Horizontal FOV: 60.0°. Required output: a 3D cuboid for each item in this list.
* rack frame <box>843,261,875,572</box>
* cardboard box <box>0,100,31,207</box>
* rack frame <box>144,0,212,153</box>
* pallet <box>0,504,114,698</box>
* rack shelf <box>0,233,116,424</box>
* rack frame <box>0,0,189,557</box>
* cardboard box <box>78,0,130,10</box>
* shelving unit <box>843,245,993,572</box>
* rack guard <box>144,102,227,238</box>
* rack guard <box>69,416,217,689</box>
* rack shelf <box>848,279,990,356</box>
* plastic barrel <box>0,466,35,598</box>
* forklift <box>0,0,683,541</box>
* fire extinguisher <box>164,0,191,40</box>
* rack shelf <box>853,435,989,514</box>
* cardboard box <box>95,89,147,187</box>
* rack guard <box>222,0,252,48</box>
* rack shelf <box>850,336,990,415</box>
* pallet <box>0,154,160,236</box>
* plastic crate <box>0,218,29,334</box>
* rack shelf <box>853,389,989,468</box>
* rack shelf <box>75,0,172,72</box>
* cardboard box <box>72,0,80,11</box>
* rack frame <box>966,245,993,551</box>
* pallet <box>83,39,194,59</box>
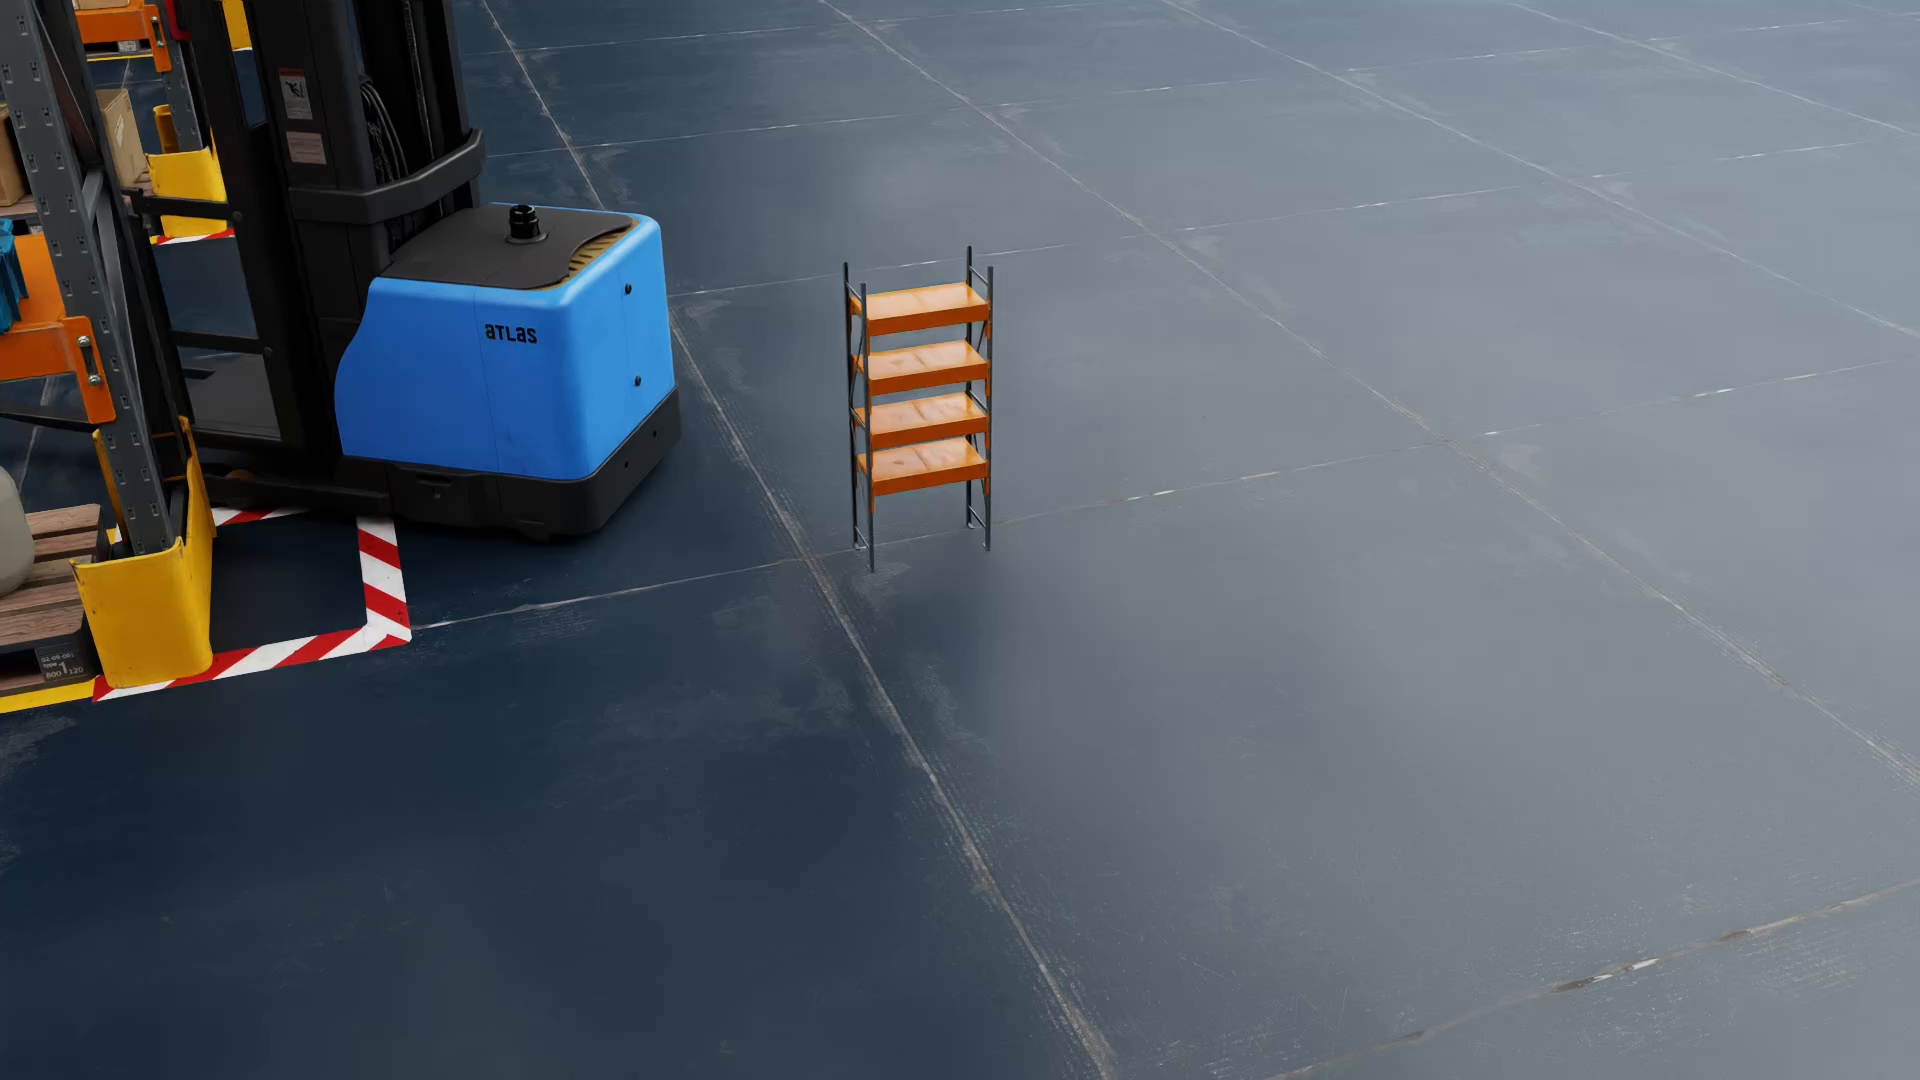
[{"bbox_3d":[-0.384,-0.451,6.329,0.015,1.200,0.240,-10,31,-18],"label":"rack frame"},{"bbox_3d":[-5.841,-2.282,9.826,0.500,0.500,0.500,-3,30,-5],"label":"cardboard box"},{"bbox_3d":[-4.702,-3.405,9.696,0.127,3.000,1.000,-10,31,-18],"label":"rack frame"},{"bbox_3d":[-3.793,0.277,6.050,1.213,0.211,1.003,-10,31,-18],"label":"pallet"},{"bbox_3d":[-4.849,-0.449,5.235,4.000,0.370,1.077,-10,31,-18],"label":"rack shelf"},{"bbox_3d":[-2.975,-1.107,5.663,0.127,3.000,1.000,-10,31,-18],"label":"rack frame"},{"bbox_3d":[-4.897,-3.151,9.504,0.250,0.149,0.380,-10,31,-18],"label":"cardboard box"},{"bbox_3d":[-0.155,-0.493,6.403,0.503,1.200,0.258,-10,31,-18],"label":"shelving unit"},{"bbox_3d":[-4.773,-2.306,10.292,0.348,0.500,1.175,-10,31,-18],"label":"rack guard"},{"bbox_3d":[-3.030,0.014,6.220,0.348,0.500,1.175,-10,31,-18],"label":"rack guard"},{"bbox_3d":[-0.155,-0.834,6.208,0.480,0.148,0.258,-10,31,-18],"label":"rack shelf"},{"bbox_3d":[-3.565,-0.059,5.913,0.421,0.512,0.421,0,30,0],"label":"plastic barrel"},{"bbox_3d":[-2.815,-1.646,6.679,3.031,2.935,1.130,7,30,12],"label":"forklift"},{"bbox_3d":[-4.434,-3.177,9.375,0.183,0.674,0.296,-10,31,-18],"label":"fire extinguisher"},{"bbox_3d":[-0.155,-0.262,6.534,0.480,0.148,0.258,-10,31,-18],"label":"rack shelf"},{"bbox_3d":[-5.293,-2.401,10.035,0.500,0.500,0.500,-5,30,-8],"label":"cardboard box"},{"bbox_3d":[-6.314,-4.641,14.392,0.348,0.500,1.175,-10,31,-18],"label":"rack guard"},{"bbox_3d":[-0.155,-0.629,6.325,0.480,0.148,0.258,-10,31,-18],"label":"rack shelf"},{"bbox_3d":[-5.547,-2.056,10.146,1.213,0.211,1.003,-10,31,-18],"label":"pallet"},{"bbox_3d":[-3.339,-0.817,5.304,0.616,0.251,0.499,-10,31,-18],"label":"plastic crate"},{"bbox_3d":[-0.155,-0.434,6.436,0.480,0.148,0.258,-10,31,-18],"label":"rack shelf"},{"bbox_3d":[-6.576,-2.747,9.268,4.000,0.370,1.077,-10,31,-18],"label":"rack shelf"},{"bbox_3d":[-5.131,-3.108,9.429,0.250,0.149,0.380,-10,31,-18],"label":"cardboard box"},{"bbox_3d":[0.074,-0.535,6.477,0.015,1.200,0.240,-10,31,-18],"label":"rack frame"},{"bbox_3d":[-7.059,-4.337,14.150,1.213,0.211,1.003,-10,31,-18],"label":"pallet"}]
